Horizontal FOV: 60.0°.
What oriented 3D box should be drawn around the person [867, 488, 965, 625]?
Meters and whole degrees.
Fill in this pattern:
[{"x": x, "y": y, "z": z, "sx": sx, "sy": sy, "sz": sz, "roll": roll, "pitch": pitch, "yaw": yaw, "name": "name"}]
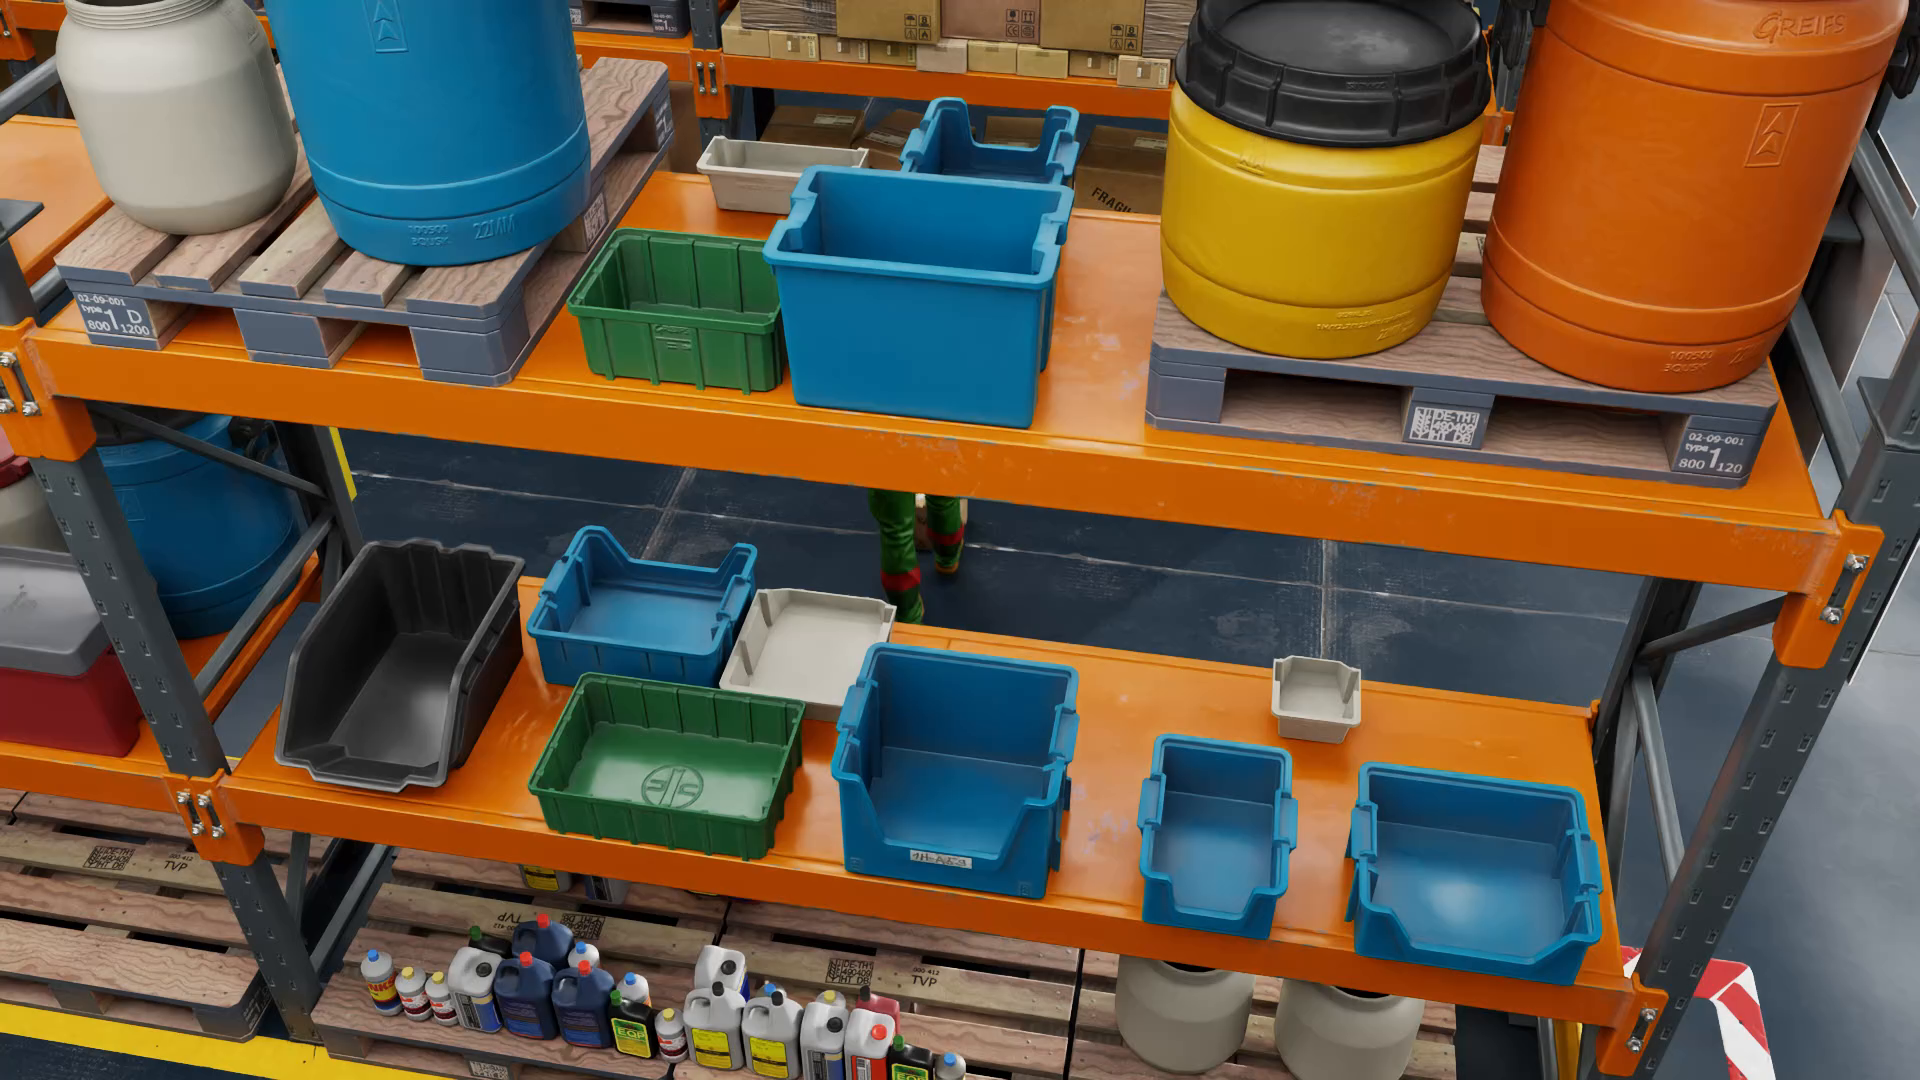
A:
[{"x": -0.186, "y": -0.472, "z": 6.677, "sx": 0.555, "sy": 1.780, "sz": 0.718, "roll": -2, "pitch": 40, "yaw": -2, "name": "person"}]
